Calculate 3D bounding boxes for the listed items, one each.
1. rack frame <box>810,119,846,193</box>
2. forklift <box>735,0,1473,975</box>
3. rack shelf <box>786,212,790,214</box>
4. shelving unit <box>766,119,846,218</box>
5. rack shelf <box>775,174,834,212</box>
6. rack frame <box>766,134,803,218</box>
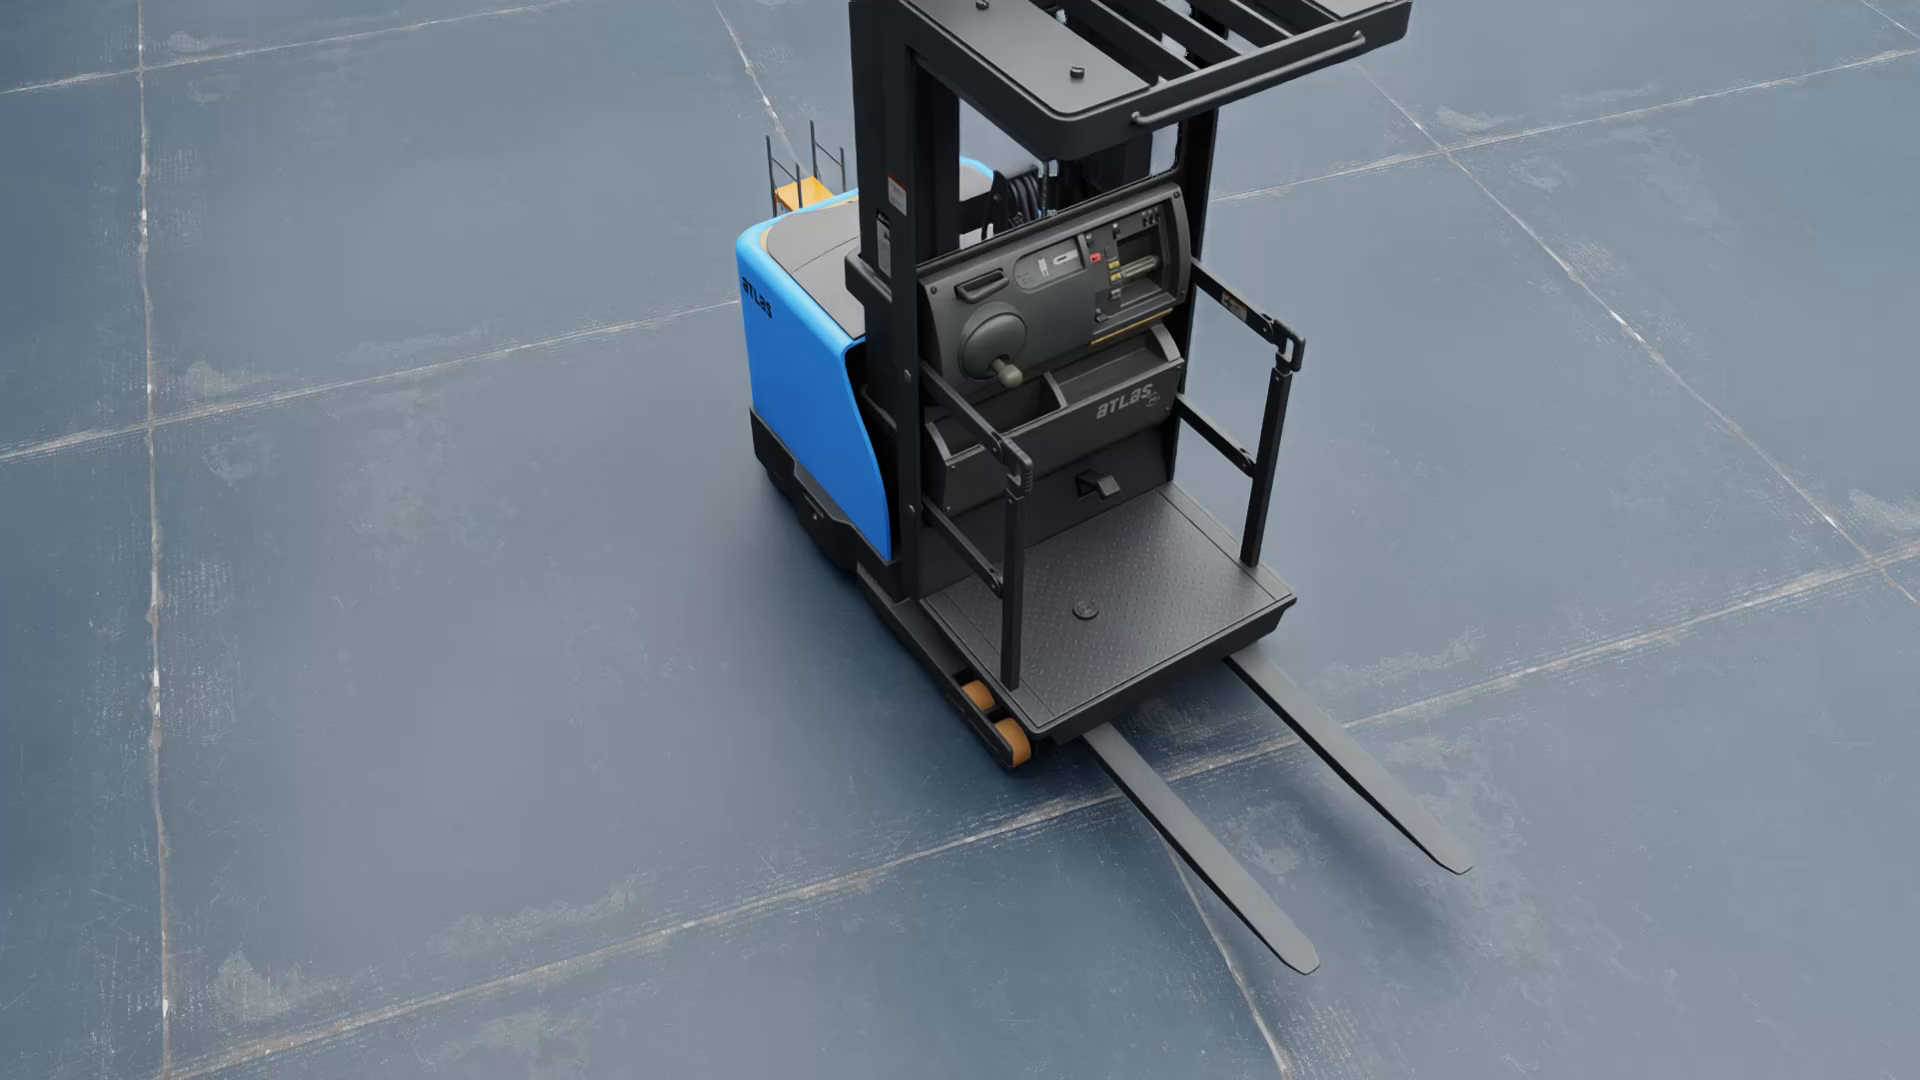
[{"bbox_3d":[-0.483,-1.046,6.446,0.006,1.200,0.240,-25,50,-23],"label":"rack frame"},{"bbox_3d":[0.425,-0.671,4.849,1.130,2.935,3.031,-25,50,-23],"label":"forklift"},{"bbox_3d":[-0.559,-1.149,6.272,0.180,0.103,0.258,-25,50,-23],"label":"rack shelf"},{"bbox_3d":[-0.559,-1.011,6.410,0.189,1.200,0.258,-25,50,-23],"label":"shelving unit"},{"bbox_3d":[-0.559,-1.234,6.187,0.180,0.103,0.258,-25,50,-23],"label":"rack shelf"},{"bbox_3d":[-0.636,-0.975,6.375,0.006,1.200,0.240,-25,50,-23],"label":"rack frame"}]
